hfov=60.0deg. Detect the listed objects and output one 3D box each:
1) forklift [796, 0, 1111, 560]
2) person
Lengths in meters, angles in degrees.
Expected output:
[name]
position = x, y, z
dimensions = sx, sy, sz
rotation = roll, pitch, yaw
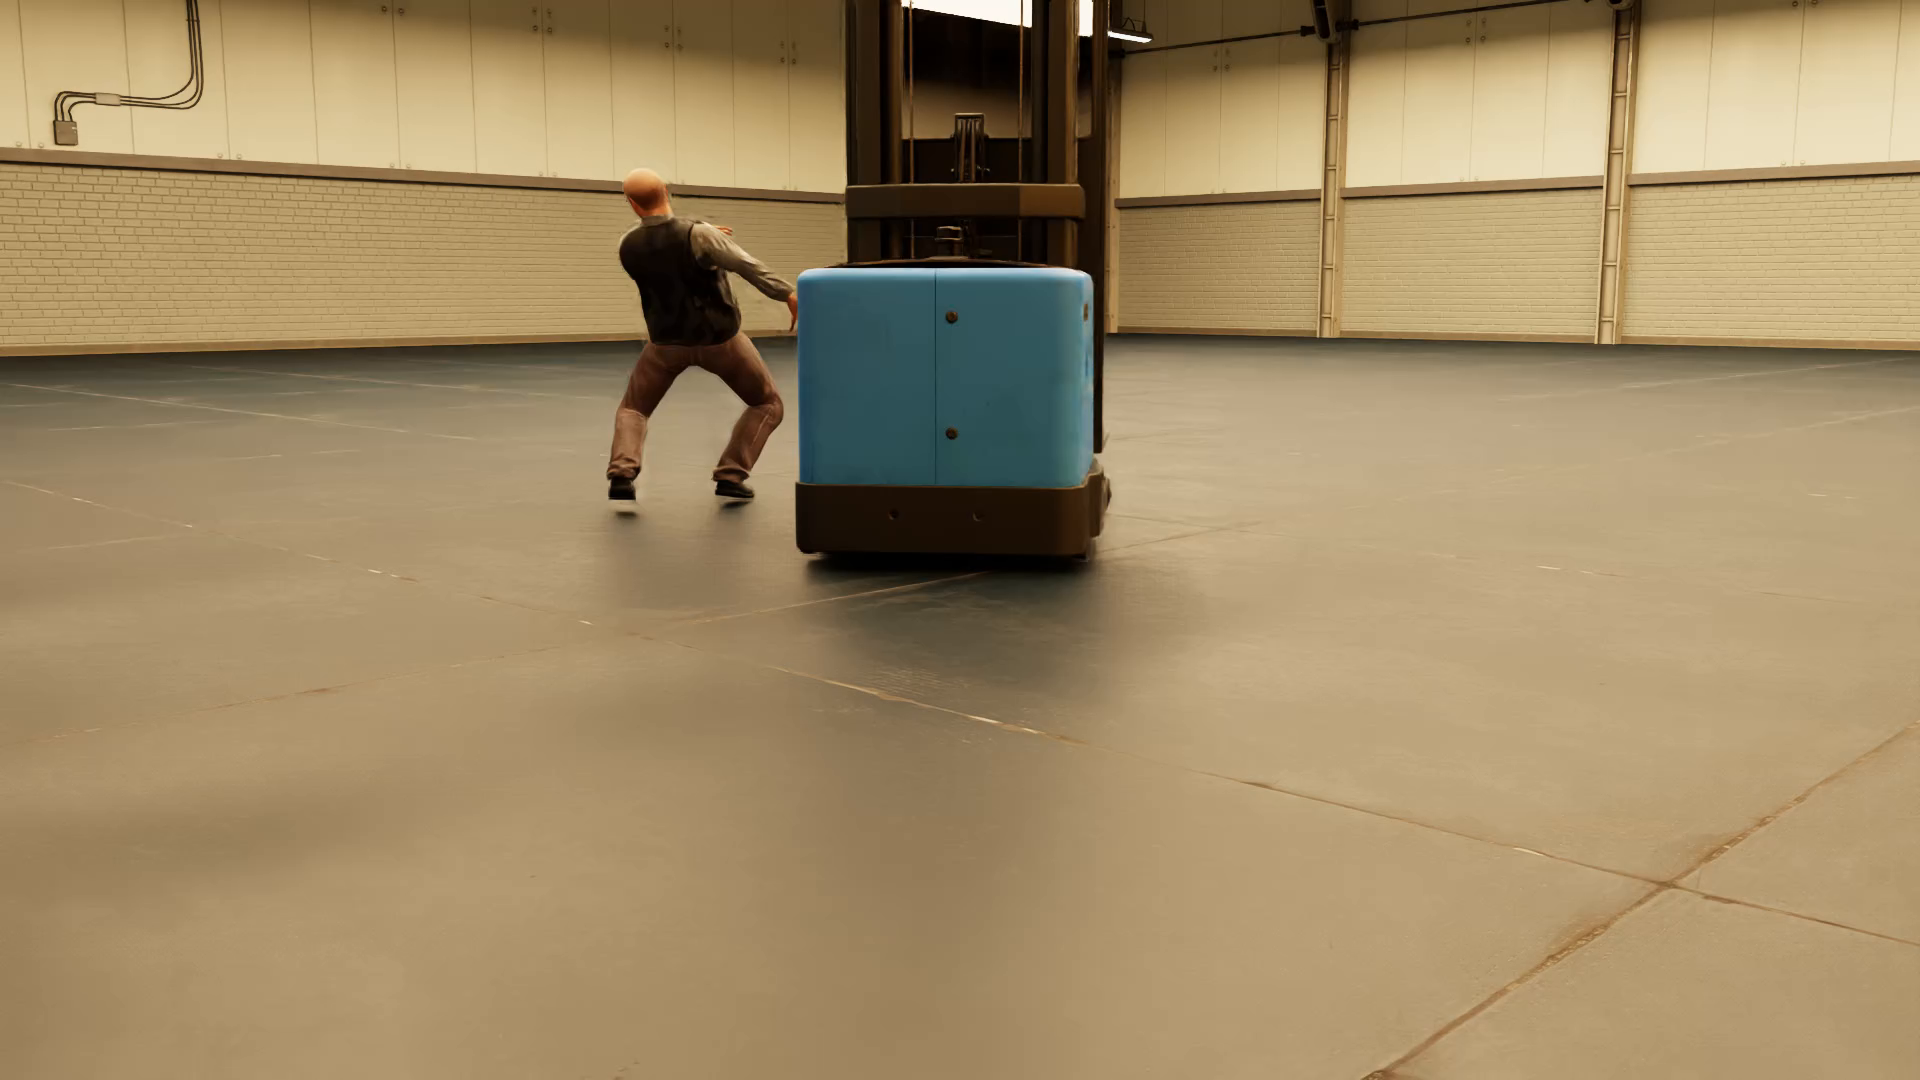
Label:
[forklift]
position = 0.100, -1.554, 7.194
dimensions = 1.130, 2.935, 3.031
rotation = 1, 9, 7
[person]
position = -1.151, -0.936, 7.711
dimensions = 0.903, 1.517, 0.815
rotation = 1, 9, 4
